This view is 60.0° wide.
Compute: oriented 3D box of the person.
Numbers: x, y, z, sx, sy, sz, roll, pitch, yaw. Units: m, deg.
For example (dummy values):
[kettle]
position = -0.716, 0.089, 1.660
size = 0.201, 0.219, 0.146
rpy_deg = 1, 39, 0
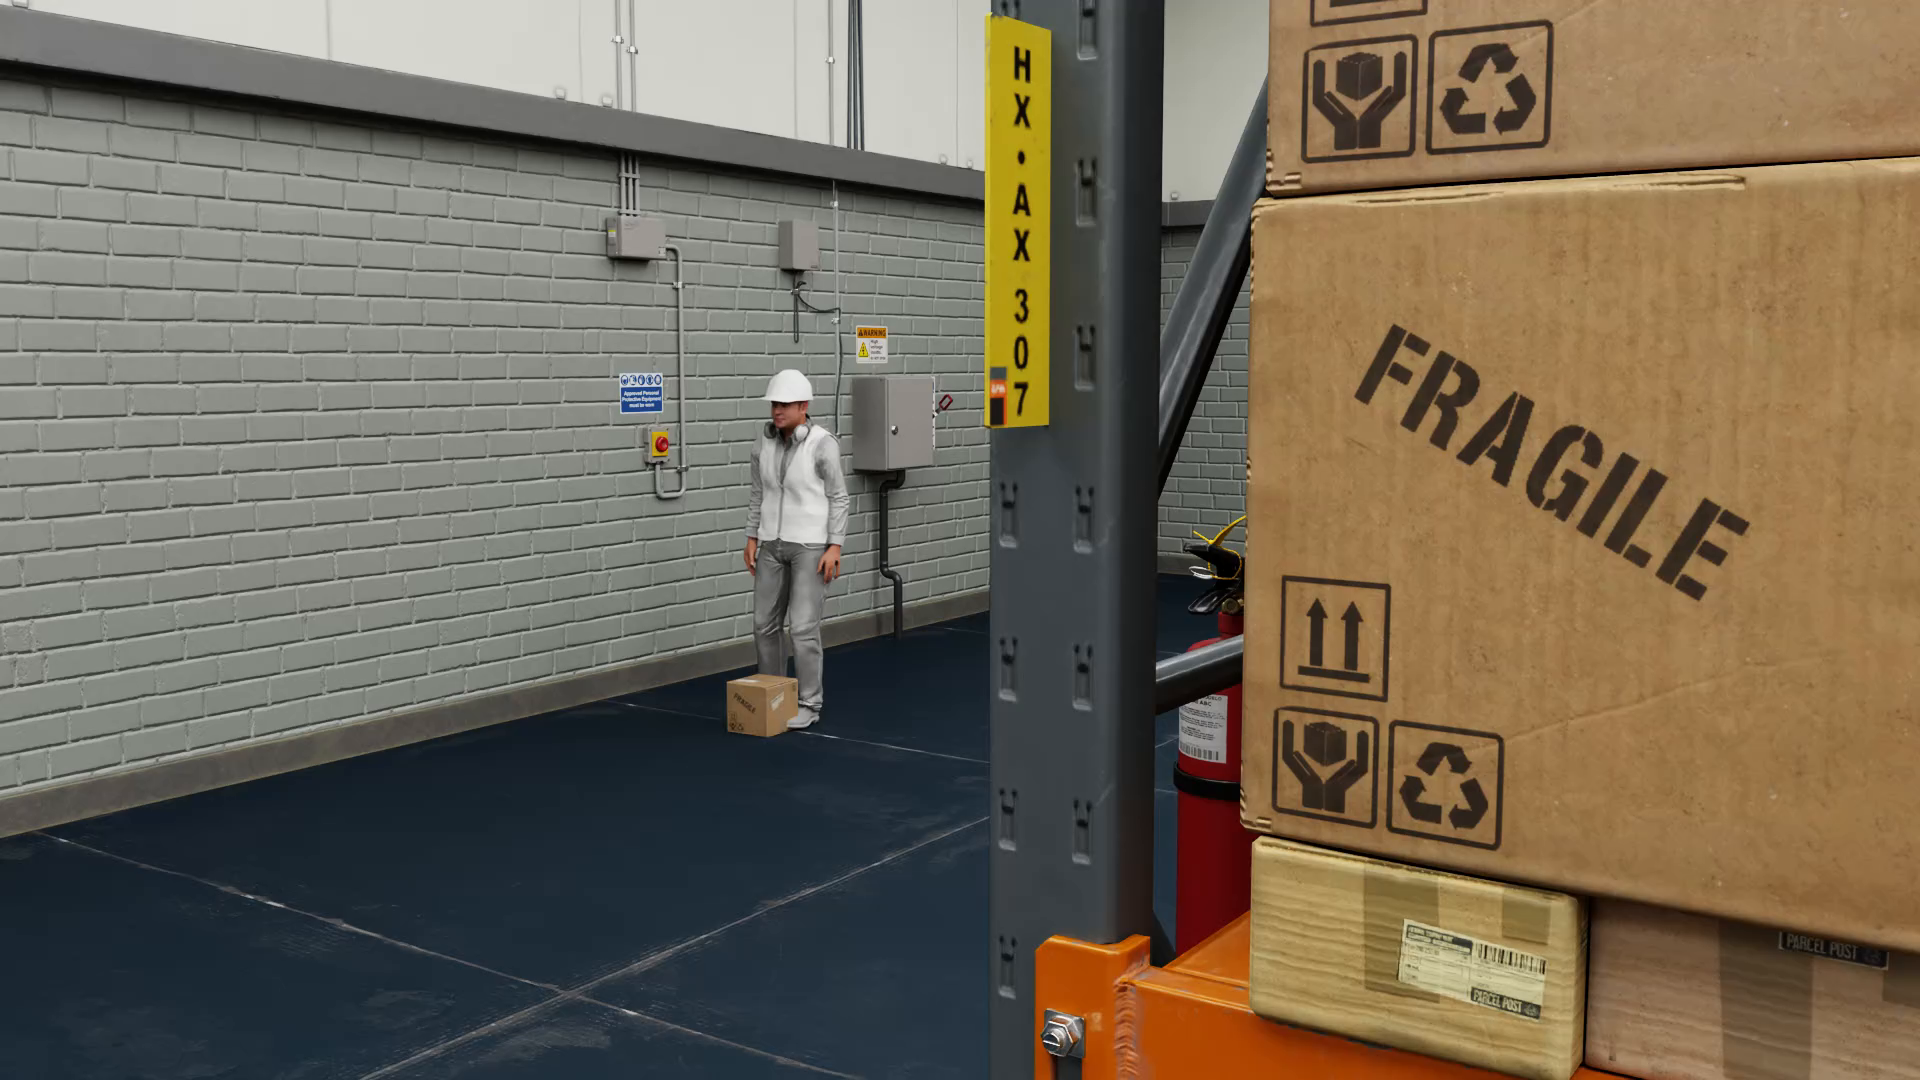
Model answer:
[person]
position = -0.834, 0.036, 8.330
size = 0.583, 1.770, 0.476
rpy_deg = 4, 7, 30
